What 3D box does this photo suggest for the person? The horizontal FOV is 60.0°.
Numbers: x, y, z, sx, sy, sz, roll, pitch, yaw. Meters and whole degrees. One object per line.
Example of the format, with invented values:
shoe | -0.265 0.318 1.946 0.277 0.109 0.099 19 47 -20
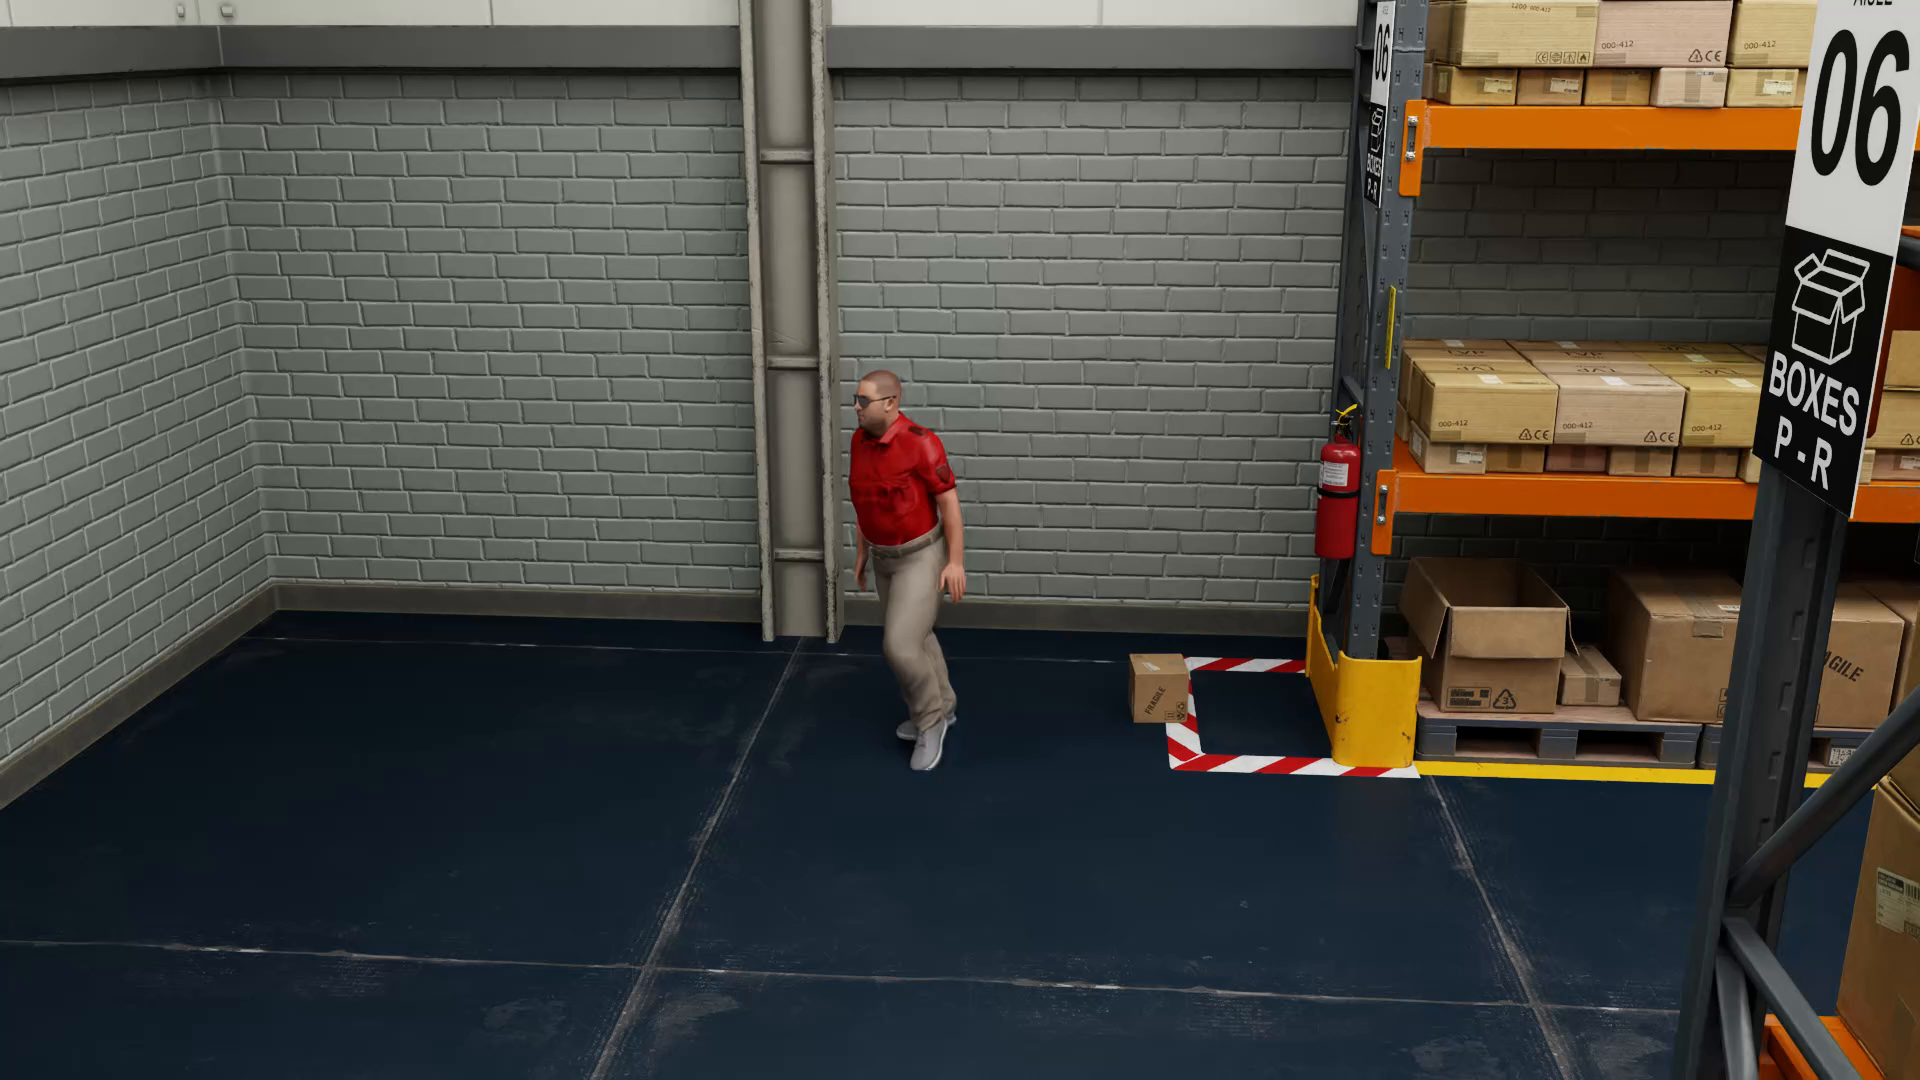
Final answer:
person | -0.214 0.109 7.276 0.515 1.753 0.600 -14 22 -38
